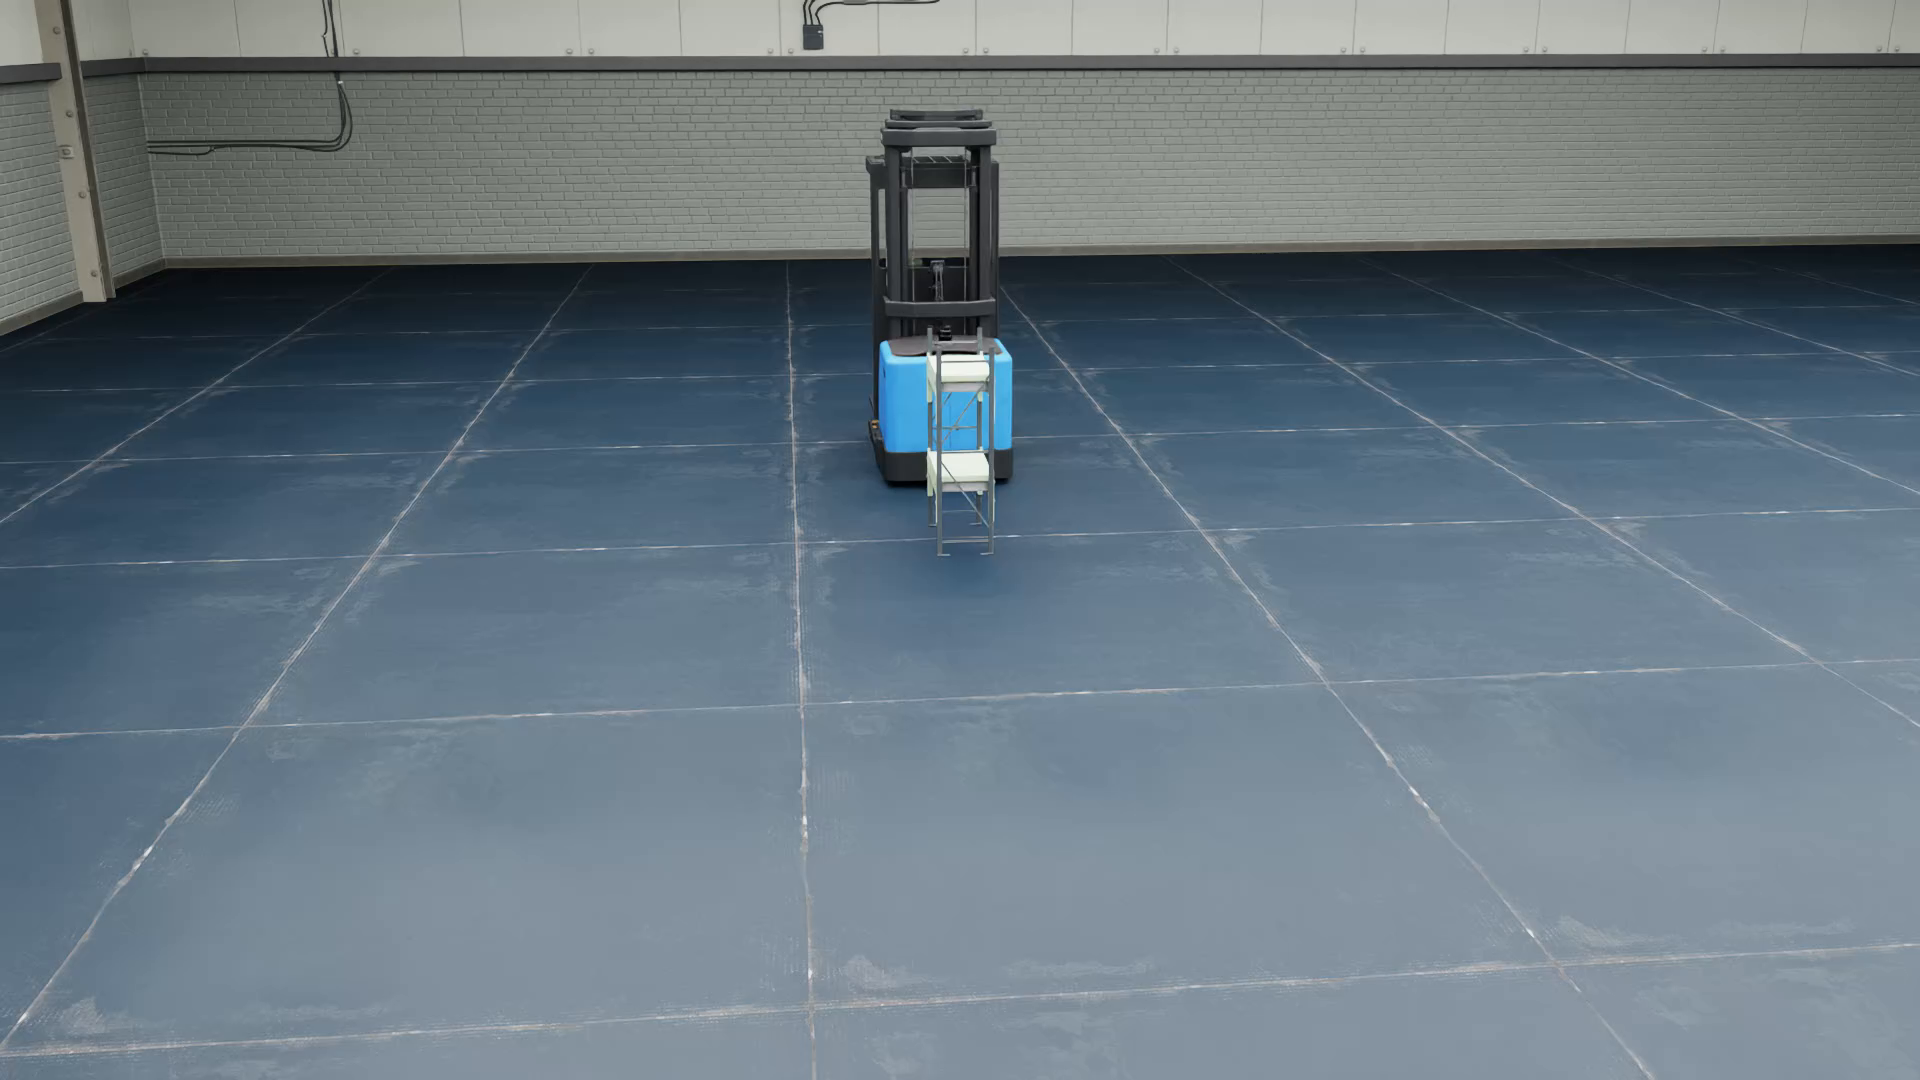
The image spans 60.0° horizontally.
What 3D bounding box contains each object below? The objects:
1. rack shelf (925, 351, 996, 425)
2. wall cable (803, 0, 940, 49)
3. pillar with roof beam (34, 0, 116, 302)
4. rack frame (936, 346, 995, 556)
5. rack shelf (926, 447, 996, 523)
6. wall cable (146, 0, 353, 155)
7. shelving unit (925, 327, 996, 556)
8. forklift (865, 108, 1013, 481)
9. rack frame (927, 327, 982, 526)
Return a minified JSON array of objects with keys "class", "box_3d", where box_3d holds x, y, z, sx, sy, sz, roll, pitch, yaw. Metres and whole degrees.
[{"class":"rack shelf","box_3d":[-0.001,-1.090,11.842,0.431,0.370,0.720,-2,18,-6]},{"class":"wall cable","box_3d":[-1.239,-10.389,24.567,2.305,6.003,0.169,-2,18,-6]},{"class":"pillar with roof beam","box_3d":[-7.413,-7.692,21.655,9.100,9.000,0.400,-2,18,-6]},{"class":"rack frame","box_3d":[0.037,-0.609,11.611,0.400,1.500,0.023,-2,18,-6]},{"class":"rack shelf","box_3d":[-0.001,-0.407,12.056,0.431,0.370,0.720,-2,18,-6]},{"class":"wall cable","box_3d":[-10.684,-6.996,24.623,3.097,2.526,0.112,-2,18,-6]},{"class":"shelving unit","box_3d":[-0.001,-0.718,11.959,0.431,1.500,0.755,-2,18,-6]},{"class":"forklift","box_3d":[-0.241,-2.268,14.509,1.130,2.935,3.031,-2,18,-6]},{"class":"rack frame","box_3d":[-0.038,-0.827,12.306,0.400,1.500,0.023,-2,18,-6]}]
